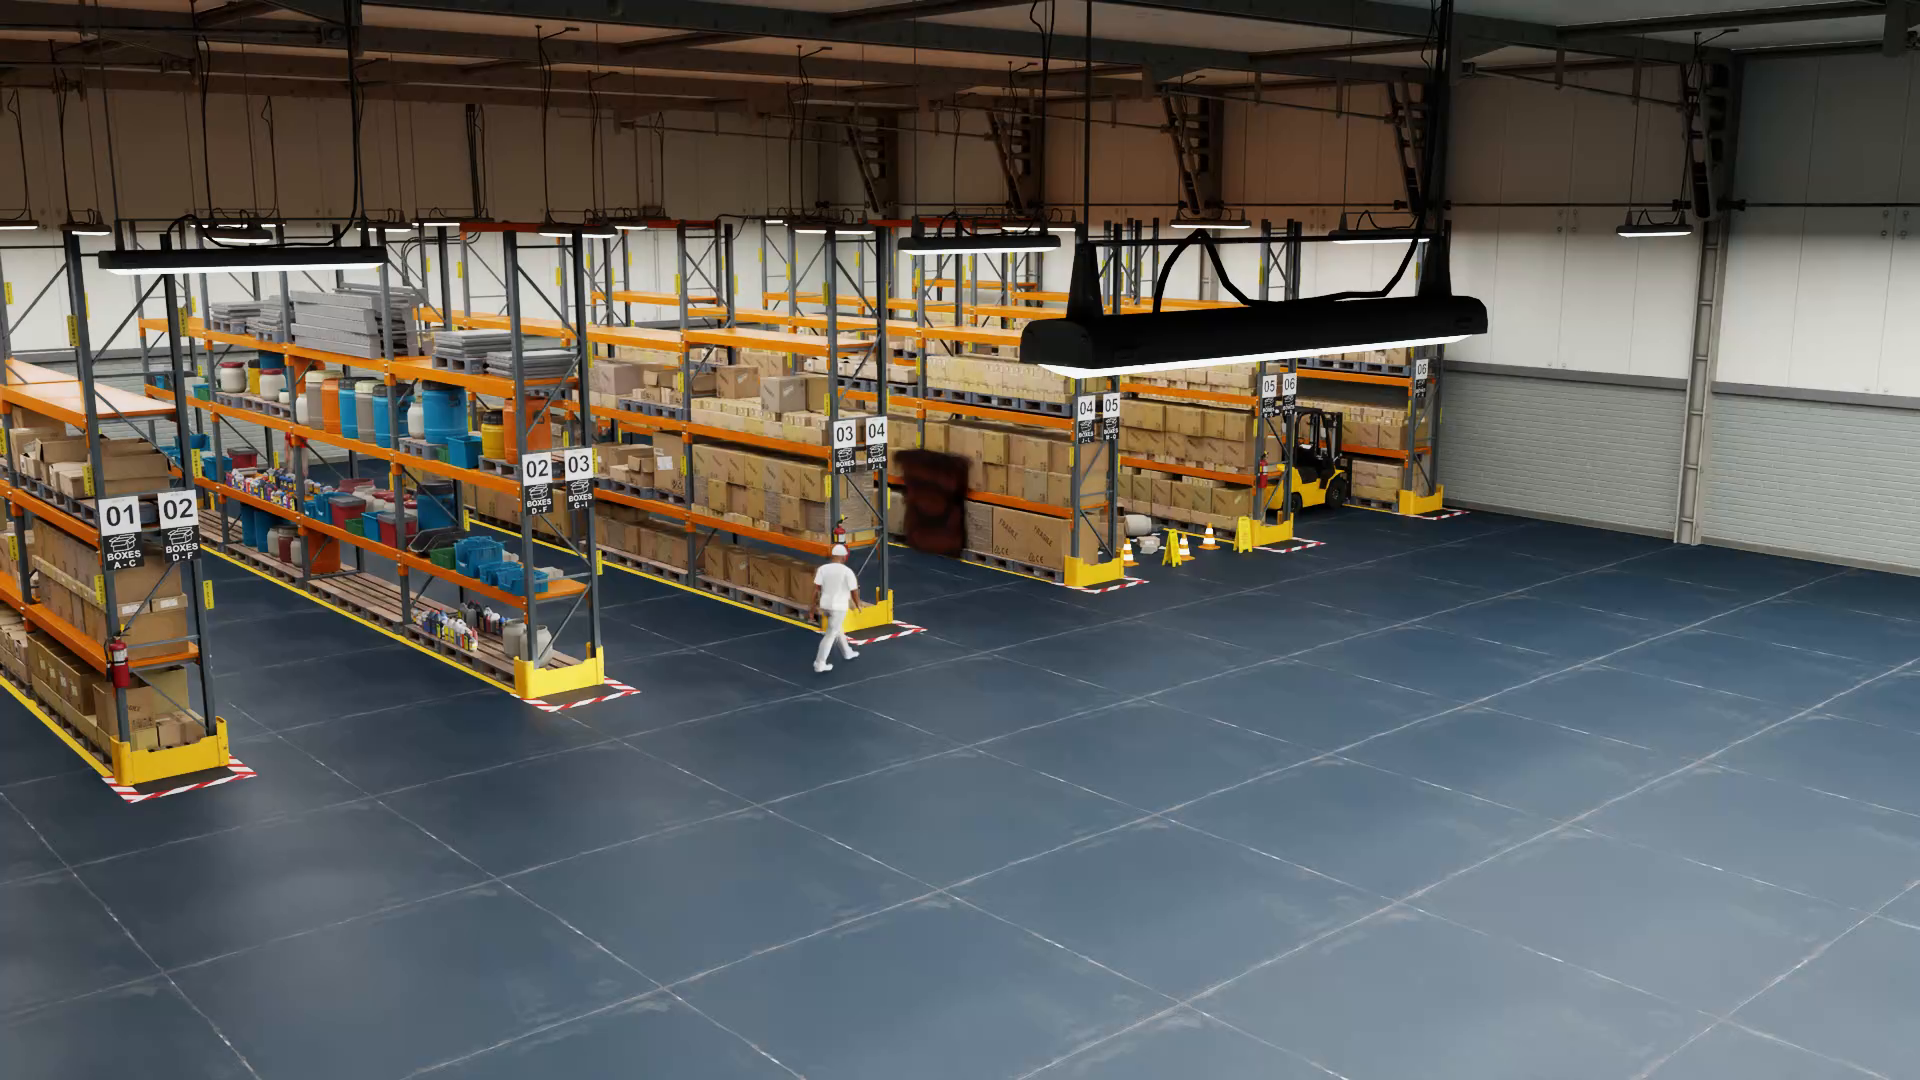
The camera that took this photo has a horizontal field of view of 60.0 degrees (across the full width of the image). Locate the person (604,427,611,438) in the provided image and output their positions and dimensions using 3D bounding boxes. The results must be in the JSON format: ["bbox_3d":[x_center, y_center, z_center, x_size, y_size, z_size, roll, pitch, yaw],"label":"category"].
[{"bbox_3d":[-8.671,-2.751,41.398,0.454,1.600,0.415,4,12,21],"label":"person"}]

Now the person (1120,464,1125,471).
[{"bbox_3d":[3.432,-1.836,36.471,0.508,1.791,0.611,-2,12,-9],"label":"person"}]

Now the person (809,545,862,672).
[{"bbox_3d":[-1.631,0.906,22.892,0.539,1.701,1.026,10,15,41],"label":"person"}]

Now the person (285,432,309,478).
[{"bbox_3d":[-14.699,-1.882,36.823,0.629,1.743,0.397,-10,15,-40],"label":"person"}]
